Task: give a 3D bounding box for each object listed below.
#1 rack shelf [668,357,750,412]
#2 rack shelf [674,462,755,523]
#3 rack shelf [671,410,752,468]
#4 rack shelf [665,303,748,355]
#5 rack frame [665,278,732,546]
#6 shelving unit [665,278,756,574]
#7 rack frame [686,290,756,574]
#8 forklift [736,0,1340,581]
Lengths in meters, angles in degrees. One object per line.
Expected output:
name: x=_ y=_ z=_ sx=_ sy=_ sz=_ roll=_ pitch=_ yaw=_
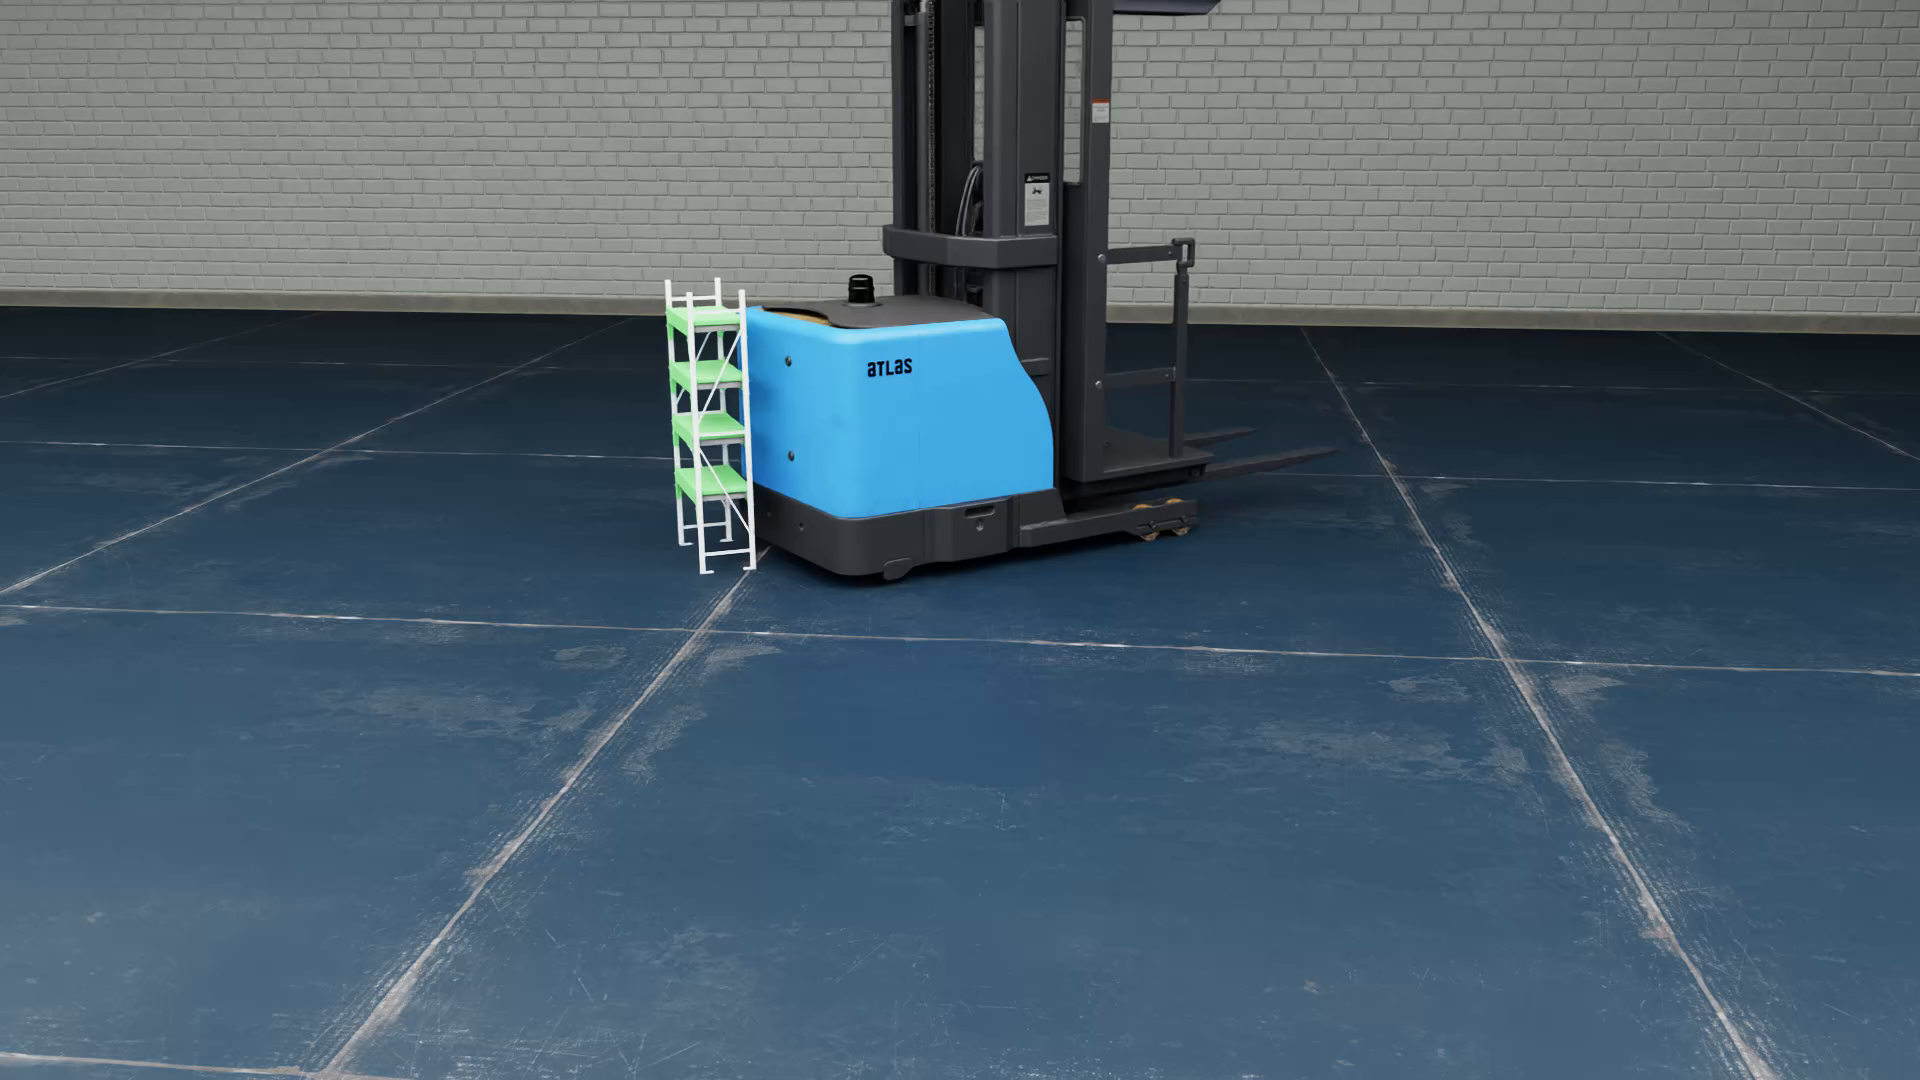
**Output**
rack shelf: x=-1.087 y=-0.675 z=7.183 sx=0.258 sy=0.148 sz=0.480 roll=-6 pitch=16 yaw=-19
rack shelf: x=-1.084 y=-0.212 z=7.309 sx=0.258 sy=0.148 sz=0.480 roll=-6 pitch=16 yaw=-19
rack shelf: x=-1.085 y=-0.444 z=7.246 sx=0.258 sy=0.148 sz=0.480 roll=-6 pitch=16 yaw=-19
rack shelf: x=-1.089 y=-0.907 z=7.119 sx=0.258 sy=0.148 sz=0.480 roll=-6 pitch=16 yaw=-19
rack frame: x=-1.168 y=-0.565 z=7.451 sx=0.240 sy=1.200 sz=0.015 roll=-6 pitch=16 yaw=-19
shelving unit: x=-1.086 y=-0.506 z=7.229 sx=0.258 sy=1.200 sz=0.503 roll=-6 pitch=16 yaw=-19
rack frame: x=-1.003 y=-0.446 z=7.007 sx=0.240 sy=1.200 sz=0.015 roll=-6 pitch=16 yaw=-19
forklift: x=0.505 y=-1.519 z=7.666 sx=3.031 sy=2.935 sz=1.130 roll=-10 pitch=18 yaw=-32
